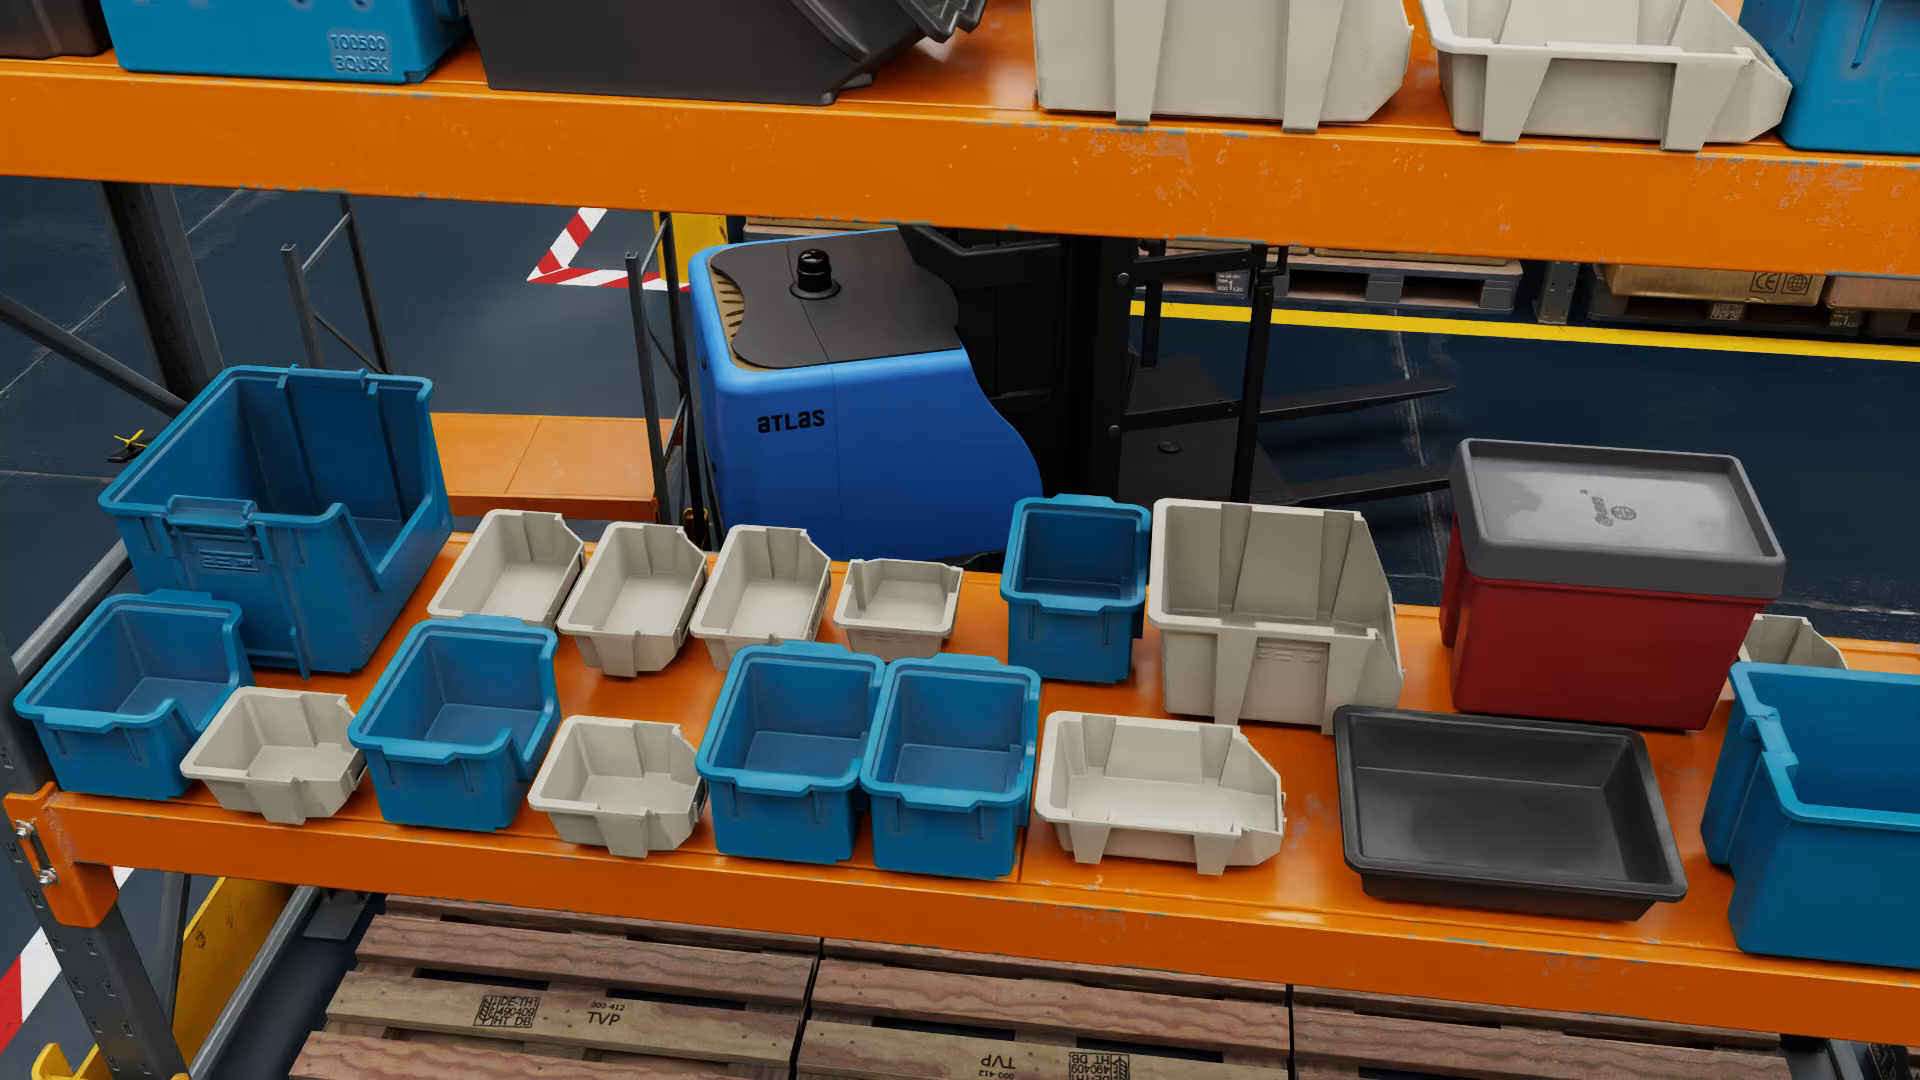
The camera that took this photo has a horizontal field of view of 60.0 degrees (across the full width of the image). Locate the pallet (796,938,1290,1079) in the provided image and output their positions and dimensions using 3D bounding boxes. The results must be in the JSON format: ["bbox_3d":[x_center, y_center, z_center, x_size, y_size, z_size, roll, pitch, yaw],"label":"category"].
[{"bbox_3d":[0.200,1.376,4.140,1.213,0.211,1.003,4,36,6],"label":"pallet"}]

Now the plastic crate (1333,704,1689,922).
[{"bbox_3d":[1.003,0.522,3.122,0.590,0.125,0.437,4,36,6],"label":"plastic crate"}]

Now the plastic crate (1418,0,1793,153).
[{"bbox_3d":[0.838,-0.626,2.190,0.466,0.136,0.293,4,36,6],"label":"plastic crate"}]

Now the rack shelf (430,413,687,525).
[{"bbox_3d":[-1.449,-0.219,5.575,1.000,0.185,0.538,2,36,2],"label":"rack shelf"}]

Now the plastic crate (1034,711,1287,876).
[{"bbox_3d":[0.382,0.490,3.157,0.466,0.136,0.293,4,36,6],"label":"plastic crate"}]

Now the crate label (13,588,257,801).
[{"bbox_3d":[-1.617,0.318,3.315,0.303,0.233,0.416,4,36,6],"label":"crate label"}]

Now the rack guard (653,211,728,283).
[{"bbox_3d":[-1.212,-1.772,8.302,0.348,0.500,1.175,4,36,6],"label":"rack guard"}]

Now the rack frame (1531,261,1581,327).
[{"bbox_3d":[2.779,-2.492,7.159,0.127,3.000,1.000,4,36,6],"label":"rack frame"}]

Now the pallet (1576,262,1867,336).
[{"bbox_3d":[3.554,-1.343,7.950,1.213,0.211,1.003,4,36,6],"label":"pallet"}]

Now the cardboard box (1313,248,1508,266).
[{"bbox_3d":[2.134,-1.893,7.787,0.875,0.875,0.875,4,36,6],"label":"cardboard box"}]

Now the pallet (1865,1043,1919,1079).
[{"bbox_3d":[2.908,1.578,3.857,1.213,0.211,1.003,4,36,6],"label":"pallet"}]

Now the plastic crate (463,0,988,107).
[{"bbox_3d":[-0.339,-0.858,2.341,0.767,0.338,0.504,4,36,6],"label":"plastic crate"}]

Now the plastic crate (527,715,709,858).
[{"bbox_3d":[-0.636,0.479,3.172,0.298,0.136,0.250,4,36,6],"label":"plastic crate"}]

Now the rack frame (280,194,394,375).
[{"bbox_3d":[-1.957,-0.380,5.492,0.032,1.500,0.500,2,36,2],"label":"rack frame"}]

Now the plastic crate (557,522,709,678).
[{"bbox_3d":[-0.702,0.135,3.654,0.243,0.136,0.396,4,36,6],"label":"plastic crate"}]

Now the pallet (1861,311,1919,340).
[{"bbox_3d":[4.767,-1.254,7.825,1.213,0.211,1.003,4,36,6],"label":"pallet"}]

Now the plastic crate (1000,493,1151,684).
[{"bbox_3d":[0.250,0.114,3.600,0.300,0.233,0.416,4,36,6],"label":"plastic crate"}]

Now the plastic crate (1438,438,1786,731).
[{"bbox_3d":[1.294,0.101,3.419,0.583,0.464,0.402,4,36,6],"label":"plastic crate"}]

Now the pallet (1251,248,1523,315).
[{"bbox_3d":[2.034,-1.458,8.111,1.213,0.211,1.003,4,36,6],"label":"pallet"}]

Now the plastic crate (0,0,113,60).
[{"bbox_3d":[-1.473,-0.912,2.477,0.590,0.269,0.497,4,36,6],"label":"plastic crate"}]

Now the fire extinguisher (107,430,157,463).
[{"bbox_3d":[-1.911,-0.023,4.088,0.183,0.674,0.296,4,36,6],"label":"fire extinguisher"}]

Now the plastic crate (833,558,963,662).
[{"bbox_3d":[-0.127,0.153,3.629,0.250,0.136,0.298,4,36,6],"label":"plastic crate"}]

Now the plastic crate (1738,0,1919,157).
[{"bbox_3d":[1.204,-0.674,2.174,0.300,0.233,0.416,4,36,6],"label":"plastic crate"}]

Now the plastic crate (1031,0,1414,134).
[{"bbox_3d":[0.339,-0.765,2.259,0.530,0.282,0.437,4,36,6],"label":"plastic crate"}]

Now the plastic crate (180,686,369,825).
[{"bbox_3d":[-1.309,0.429,3.243,0.298,0.136,0.250,4,36,6],"label":"plastic crate"}]

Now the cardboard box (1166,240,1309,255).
[{"bbox_3d":[1.242,-1.959,7.881,0.875,0.875,0.875,4,36,6],"label":"cardboard box"}]

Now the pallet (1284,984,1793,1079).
[{"bbox_3d":[1.414,1.465,4.015,1.213,0.211,1.003,4,36,6],"label":"pallet"}]

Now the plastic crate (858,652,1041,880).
[{"bbox_3d":[-0.013,0.438,3.147,0.300,0.233,0.416,4,36,6],"label":"plastic crate"}]

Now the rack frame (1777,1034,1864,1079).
[{"bbox_3d":[2.148,0.362,3.160,0.127,3.000,1.000,4,36,6],"label":"rack frame"}]

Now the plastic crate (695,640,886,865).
[{"bbox_3d":[-0.311,0.415,3.178,0.300,0.233,0.416,4,36,6],"label":"plastic crate"}]

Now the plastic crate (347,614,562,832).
[{"bbox_3d":[-0.964,0.367,3.247,0.300,0.233,0.416,4,36,6],"label":"plastic crate"}]

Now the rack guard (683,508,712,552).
[{"bbox_3d":[-0.961,0.158,5.813,0.087,0.250,0.587,2,36,2],"label":"rack guard"}]

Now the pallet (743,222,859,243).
[{"bbox_3d":[-0.386,-1.638,8.364,1.213,0.211,1.003,4,36,6],"label":"pallet"}]

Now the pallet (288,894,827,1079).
[{"bbox_3d":[-1.006,1.285,4.268,1.213,0.211,1.003,4,36,6],"label":"pallet"}]

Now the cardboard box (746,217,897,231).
[{"bbox_3d":[-0.544,-2.092,8.067,0.875,0.875,0.875,4,36,6],"label":"cardboard box"}]

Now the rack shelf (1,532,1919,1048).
[{"bbox_3d":[0.164,0.507,3.577,4.000,0.370,1.077,4,36,6],"label":"rack shelf"}]

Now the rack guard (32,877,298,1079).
[{"bbox_3d":[-1.845,1.089,4.293,0.348,0.500,1.175,4,36,6],"label":"rack guard"}]

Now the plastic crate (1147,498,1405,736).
[{"bbox_3d":[0.657,0.167,3.484,0.530,0.282,0.437,4,36,6],"label":"plastic crate"}]

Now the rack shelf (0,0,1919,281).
[{"bbox_3d":[0.164,-0.714,2.705,4.000,0.370,1.077,4,36,6],"label":"rack shelf"}]

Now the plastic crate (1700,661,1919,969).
[{"bbox_3d":[1.641,0.506,2.921,0.575,0.384,0.392,4,36,6],"label":"plastic crate"}]

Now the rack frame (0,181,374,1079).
[{"bbox_3d":[-1.820,0.066,3.575,0.127,3.000,1.000,4,36,6],"label":"rack frame"}]

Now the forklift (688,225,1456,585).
[{"bbox_3d":[0.605,-1.277,5.516,3.031,2.935,1.130,-8,36,-11],"label":"forklift"}]

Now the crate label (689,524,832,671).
[{"bbox_3d":[-0.423,0.142,3.645,0.243,0.136,0.396,4,36,6],"label":"crate label"}]

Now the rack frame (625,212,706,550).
[{"bbox_3d":[-0.942,-0.350,5.449,0.032,1.500,0.500,2,36,2],"label":"rack frame"}]

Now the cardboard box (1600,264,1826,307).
[{"bbox_3d":[3.416,-1.762,7.604,0.875,0.875,1.225,4,36,6],"label":"cardboard box"}]

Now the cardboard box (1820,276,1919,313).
[{"bbox_3d":[4.302,-1.696,7.512,0.875,0.875,1.225,3,36,4],"label":"cardboard box"}]

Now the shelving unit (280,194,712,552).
[{"bbox_3d":[-1.458,-0.365,5.471,1.083,1.500,0.587,2,36,2],"label":"shelving unit"}]

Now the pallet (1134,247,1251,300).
[{"bbox_3d":[0.821,-1.547,8.236,1.213,0.211,1.003,4,36,6],"label":"pallet"}]

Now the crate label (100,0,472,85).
[{"bbox_3d":[-0.946,-0.840,2.390,0.502,0.251,0.408,4,36,6],"label":"crate label"}]

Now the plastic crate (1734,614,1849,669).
[{"bbox_3d":[1.704,0.328,3.383,0.243,0.136,0.396,4,36,6],"label":"plastic crate"}]

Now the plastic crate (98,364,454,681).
[{"bbox_3d":[-1.464,-0.055,3.663,0.499,0.435,0.616,4,36,6],"label":"plastic crate"}]

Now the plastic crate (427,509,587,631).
[{"bbox_3d":[-0.988,0.105,3.696,0.243,0.136,0.396,4,36,6],"label":"plastic crate"}]
